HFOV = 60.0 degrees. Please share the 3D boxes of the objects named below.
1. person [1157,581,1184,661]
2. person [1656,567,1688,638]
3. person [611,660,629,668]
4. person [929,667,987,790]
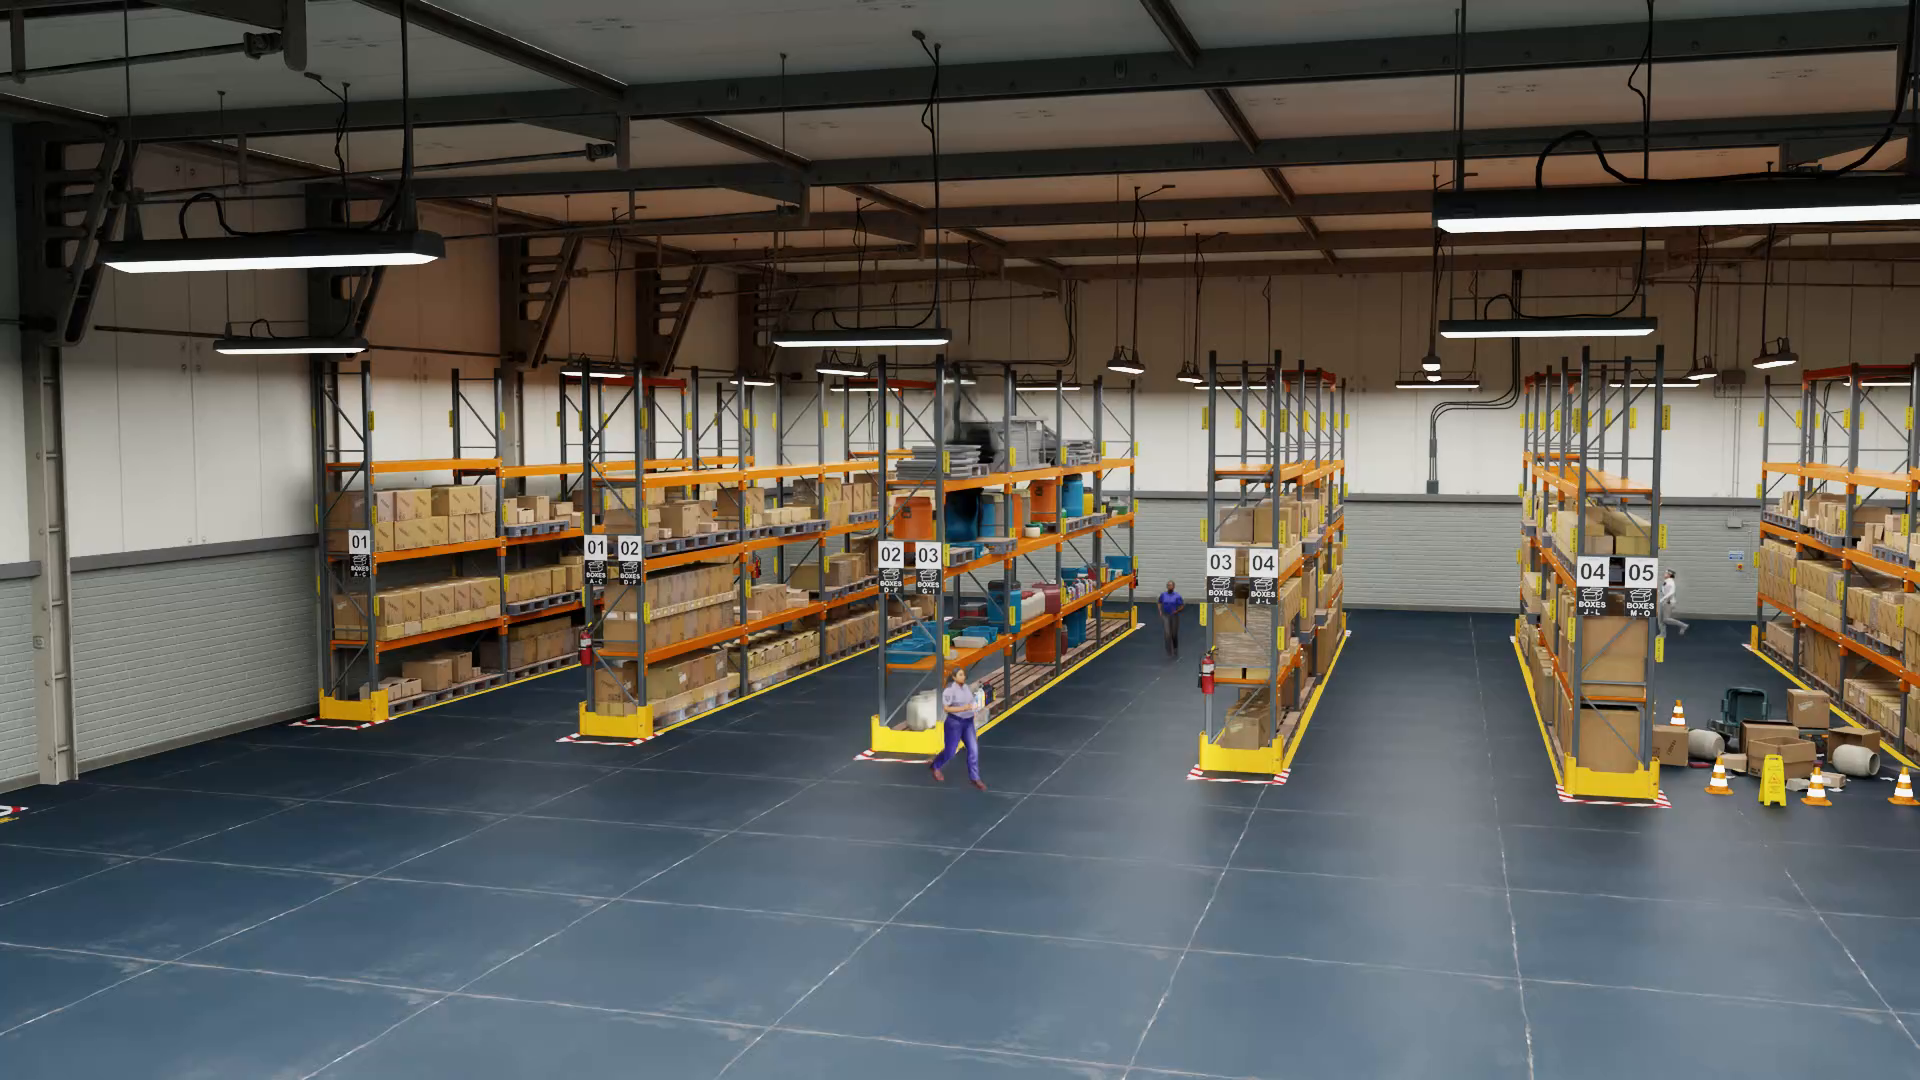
[{"bbox_3d":[4.436,1.680,35.067,0.582,1.660,0.773,1,4,12],"label":"person"},{"bbox_3d":[16.285,1.449,38.111,0.702,1.656,0.653,1,4,18],"label":"person"},{"bbox_3d":[-6.138,1.956,30.009,0.598,1.824,0.864,1,4,12],"label":"person"},{"bbox_3d":[-0.014,2.544,22.693,0.607,1.632,0.941,-4,6,-42],"label":"person"}]
